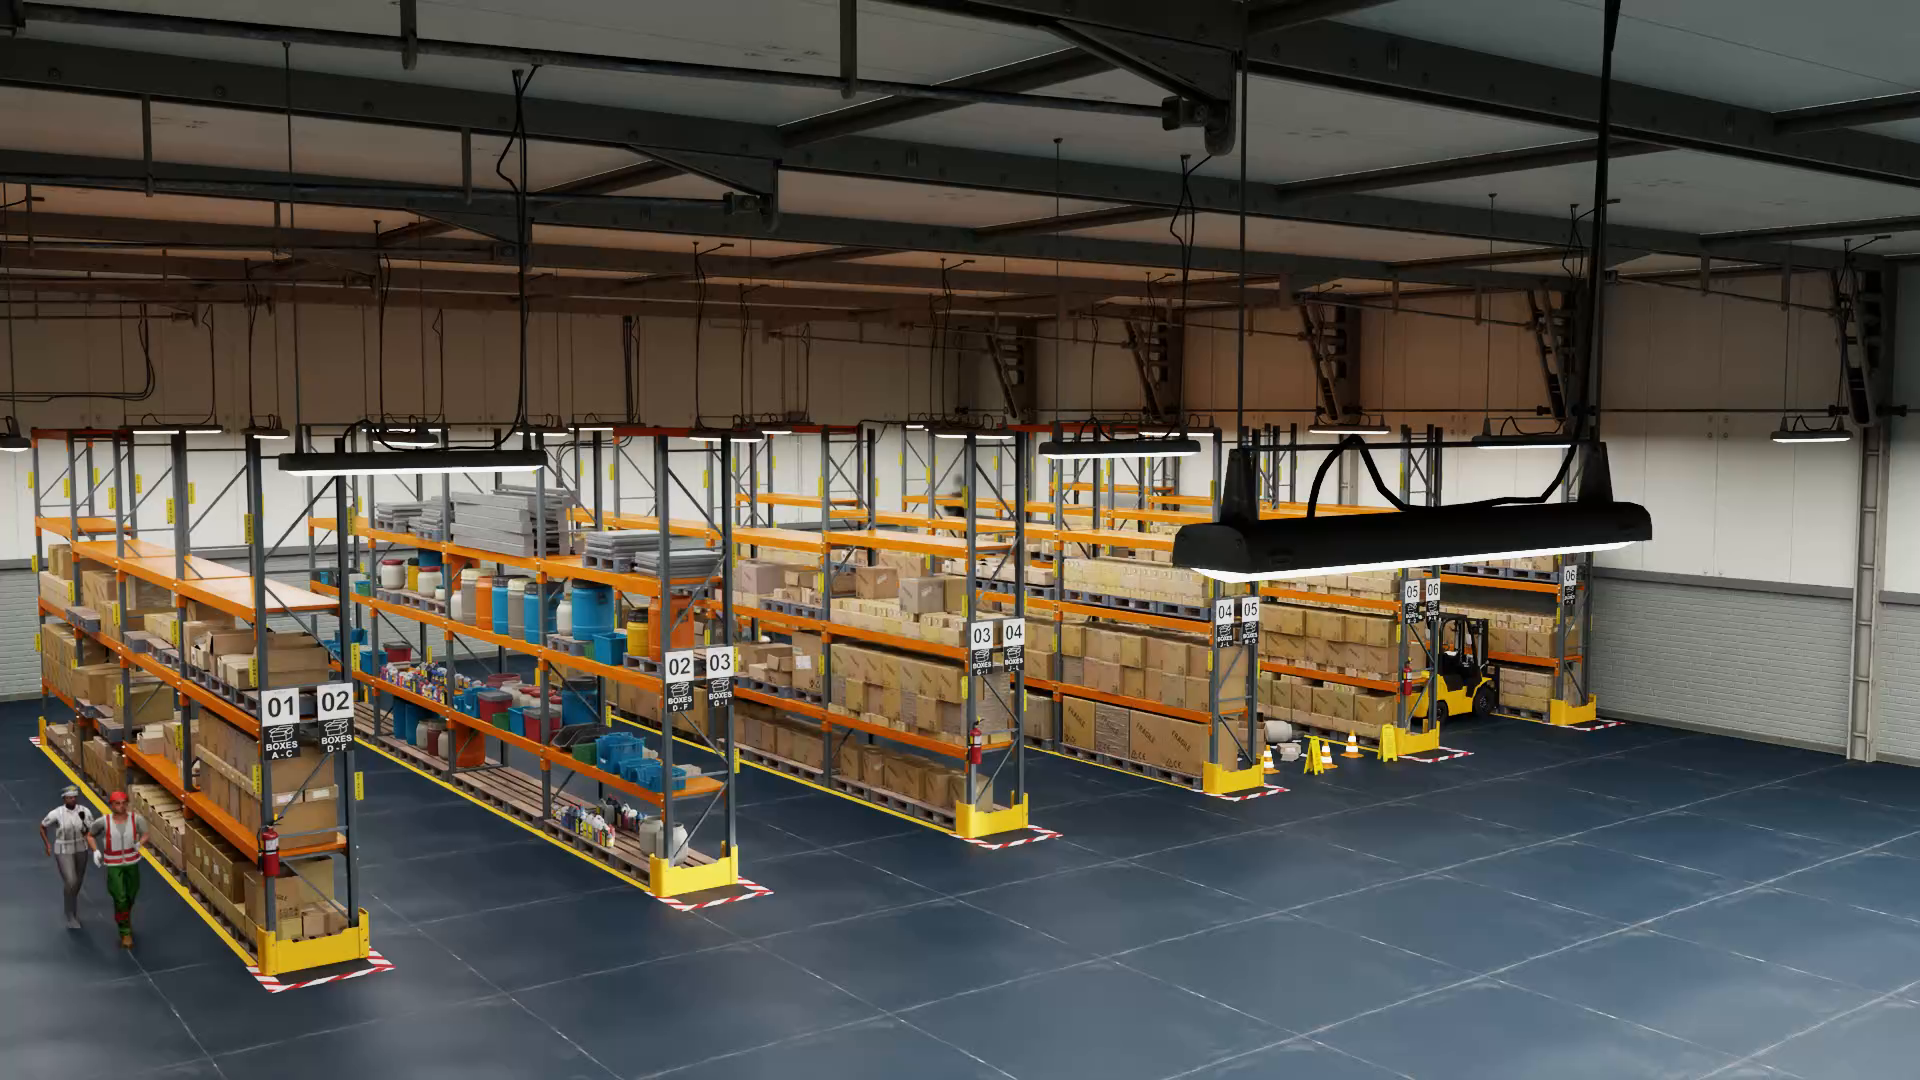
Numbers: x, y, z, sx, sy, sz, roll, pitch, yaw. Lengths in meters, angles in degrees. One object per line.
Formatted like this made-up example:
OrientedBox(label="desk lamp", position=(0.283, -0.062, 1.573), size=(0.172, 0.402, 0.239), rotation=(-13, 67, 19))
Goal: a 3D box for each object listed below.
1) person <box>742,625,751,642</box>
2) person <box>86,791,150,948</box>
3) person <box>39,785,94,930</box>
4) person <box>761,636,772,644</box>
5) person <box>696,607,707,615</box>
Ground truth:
OrientedBox(label="person", position=(-5.419, 1.951, 41.993), size=(0.755, 1.746, 0.742), rotation=(1, 5, 7))
OrientedBox(label="person", position=(-9.995, 3.872, 19.811), size=(0.651, 1.796, 0.862), rotation=(-4, 6, -38))
OrientedBox(label="person", position=(-10.943, 3.879, 20.467), size=(0.770, 1.758, 0.546), rotation=(4, 6, 40))
OrientedBox(label="person", position=(-3.913, 2.818, 33.797), size=(0.656, 1.721, 0.607), rotation=(-4, 6, -40))
OrientedBox(label="person", position=(-6.282, 2.311, 40.308), size=(0.720, 1.751, 0.640), rotation=(1, 5, 15))
